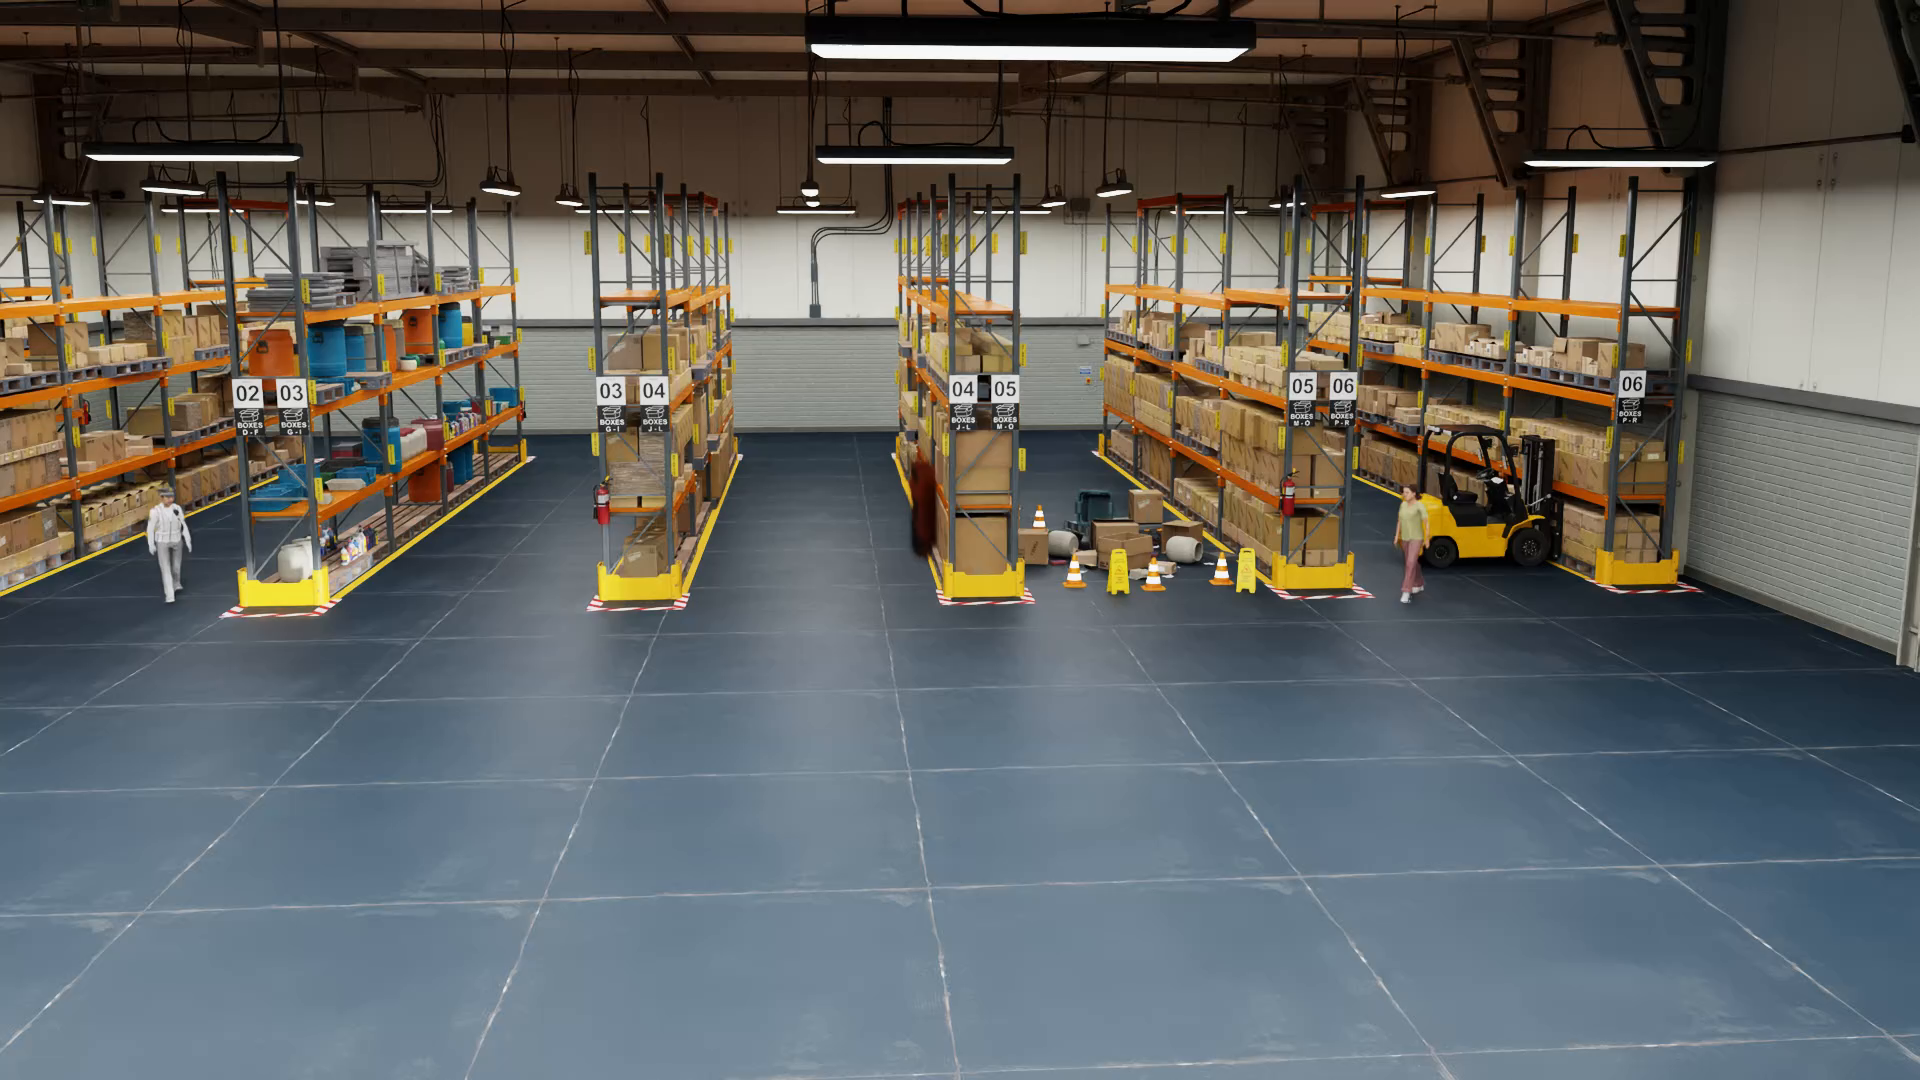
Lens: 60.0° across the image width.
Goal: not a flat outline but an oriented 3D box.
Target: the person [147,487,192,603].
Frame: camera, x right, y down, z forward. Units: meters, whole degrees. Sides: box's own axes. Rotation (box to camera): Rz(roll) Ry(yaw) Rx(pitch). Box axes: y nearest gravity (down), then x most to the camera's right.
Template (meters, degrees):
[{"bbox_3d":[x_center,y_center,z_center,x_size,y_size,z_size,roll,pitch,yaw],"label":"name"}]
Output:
[{"bbox_3d":[-11.309,0.027,23.780,0.554,1.603,1.068,-6,12,-30],"label":"person"}]

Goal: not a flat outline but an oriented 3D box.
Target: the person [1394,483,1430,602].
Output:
[{"bbox_3d":[6.475,0.002,23.894,0.854,1.653,0.490,-8,13,-38],"label":"person"}]
